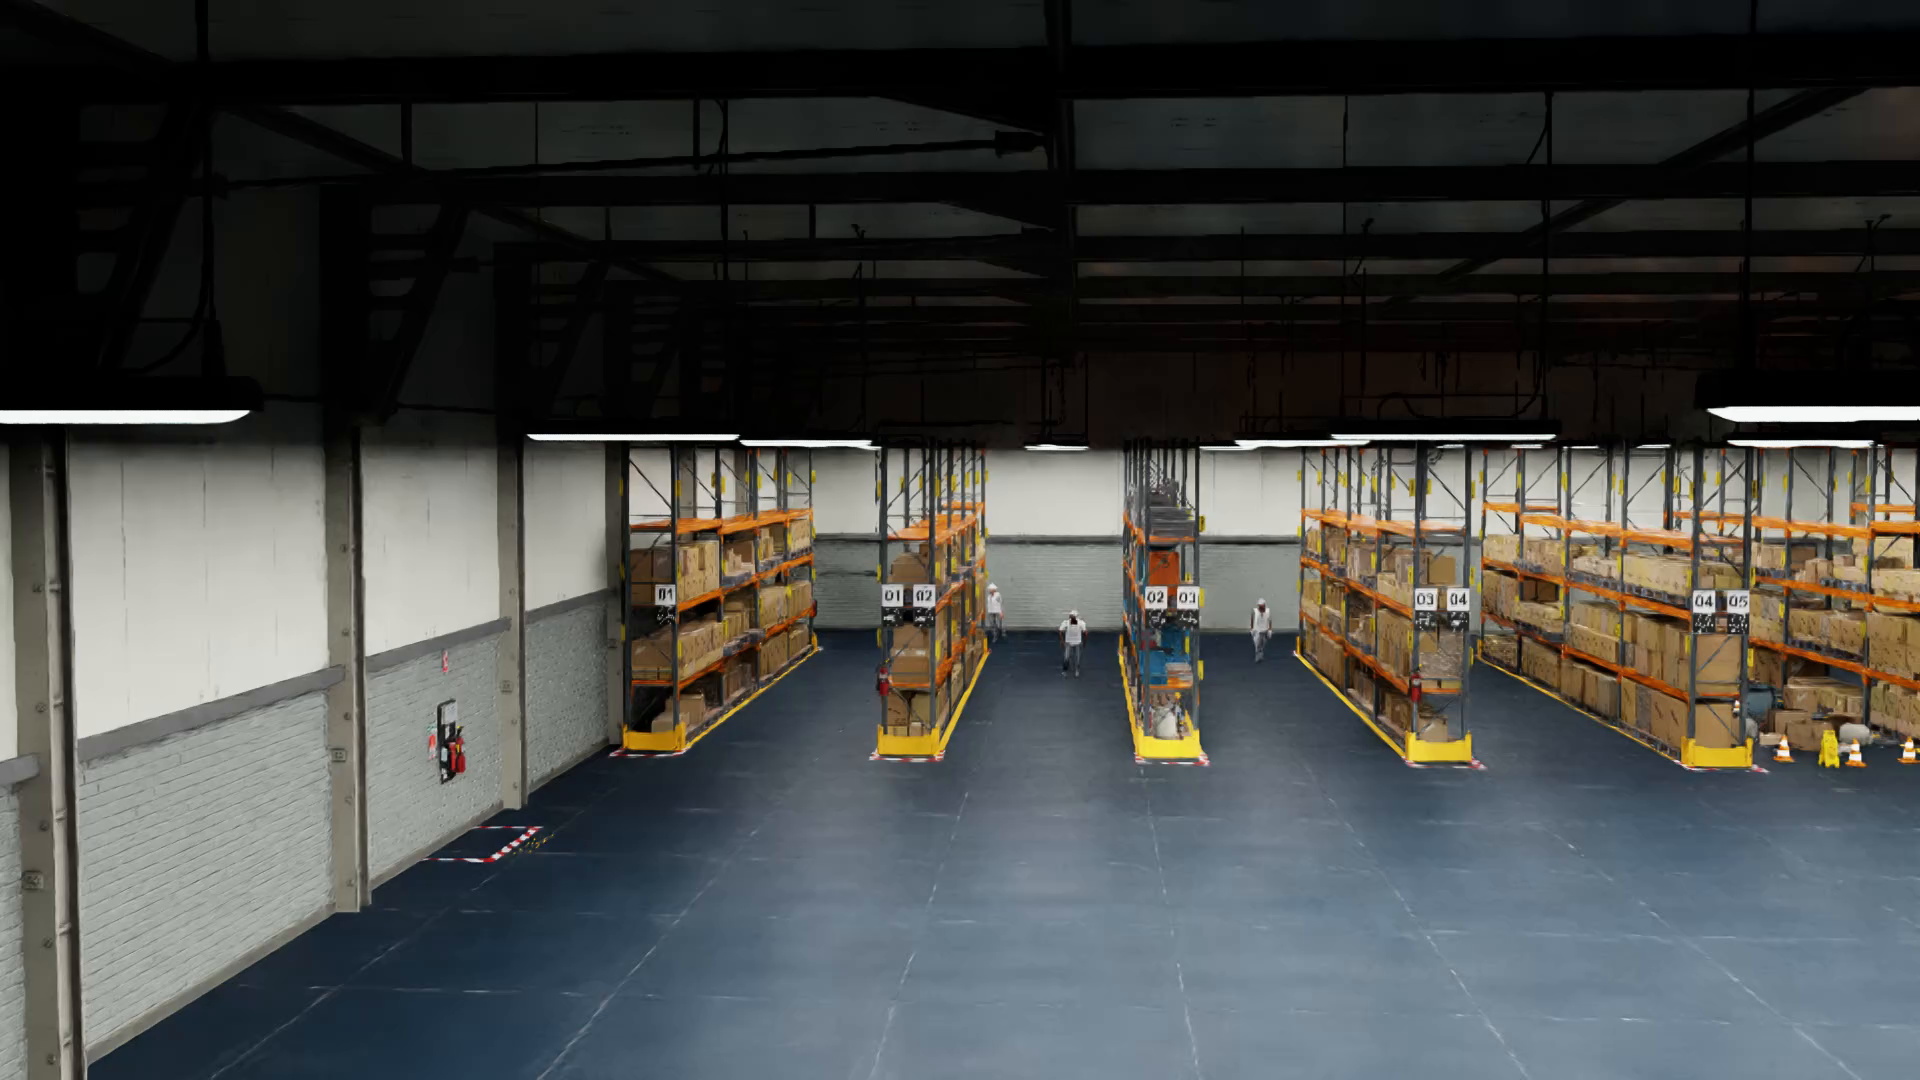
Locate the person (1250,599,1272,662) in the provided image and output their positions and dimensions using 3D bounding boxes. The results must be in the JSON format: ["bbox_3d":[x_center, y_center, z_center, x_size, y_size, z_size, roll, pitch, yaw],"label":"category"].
[{"bbox_3d":[8.206,2.437,45.244,0.563,1.707,1.127,0,3,2],"label":"person"}]

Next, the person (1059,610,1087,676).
[{"bbox_3d":[2.870,2.615,42.254,0.719,1.714,0.578,0,3,2],"label":"person"}]

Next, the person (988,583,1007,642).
[{"bbox_3d":[1.098,2.175,49.946,0.587,1.764,0.557,3,4,41],"label":"person"}]
